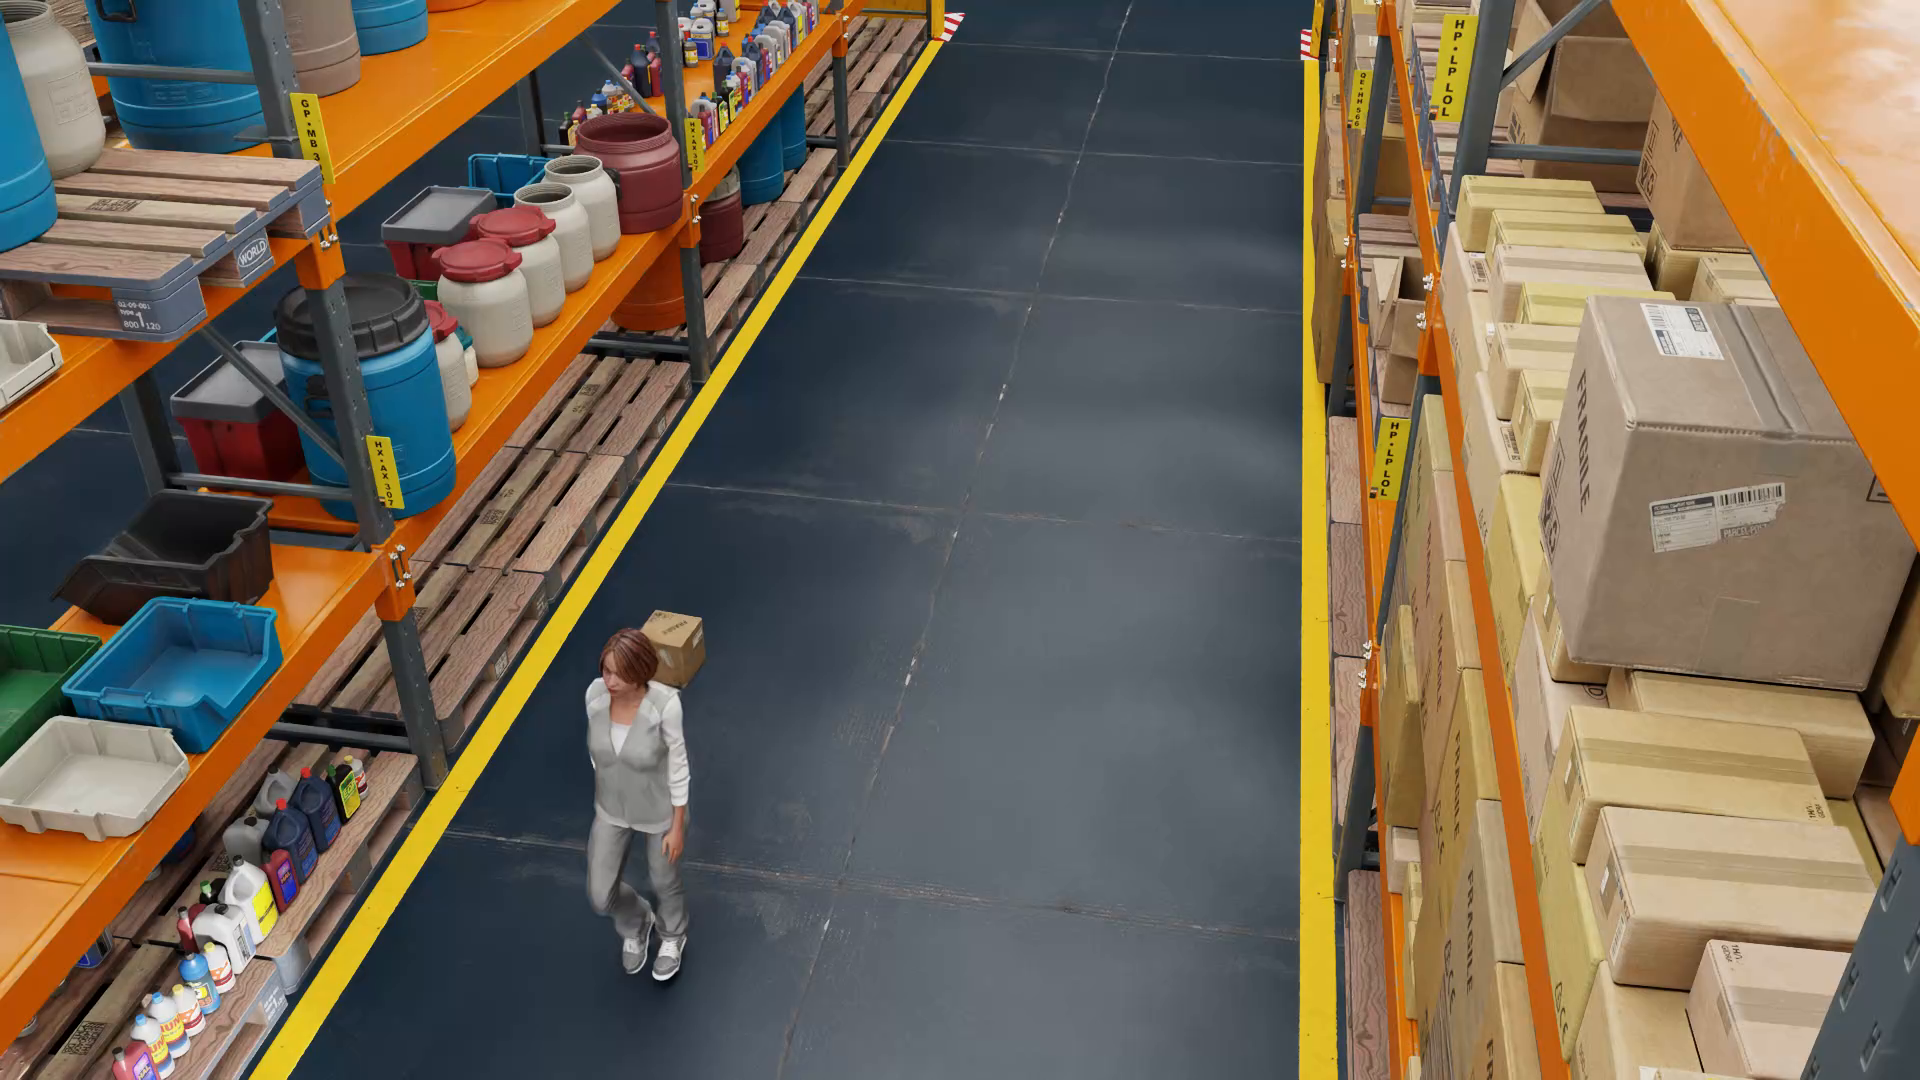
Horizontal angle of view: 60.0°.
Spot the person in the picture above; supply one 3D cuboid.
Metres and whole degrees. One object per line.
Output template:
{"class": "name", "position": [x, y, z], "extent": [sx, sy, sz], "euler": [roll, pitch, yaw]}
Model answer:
{"class": "person", "position": [-1.178, 1.035, 6.137], "extent": [0.409, 1.599, 0.418], "euler": [5, 33, 8]}
